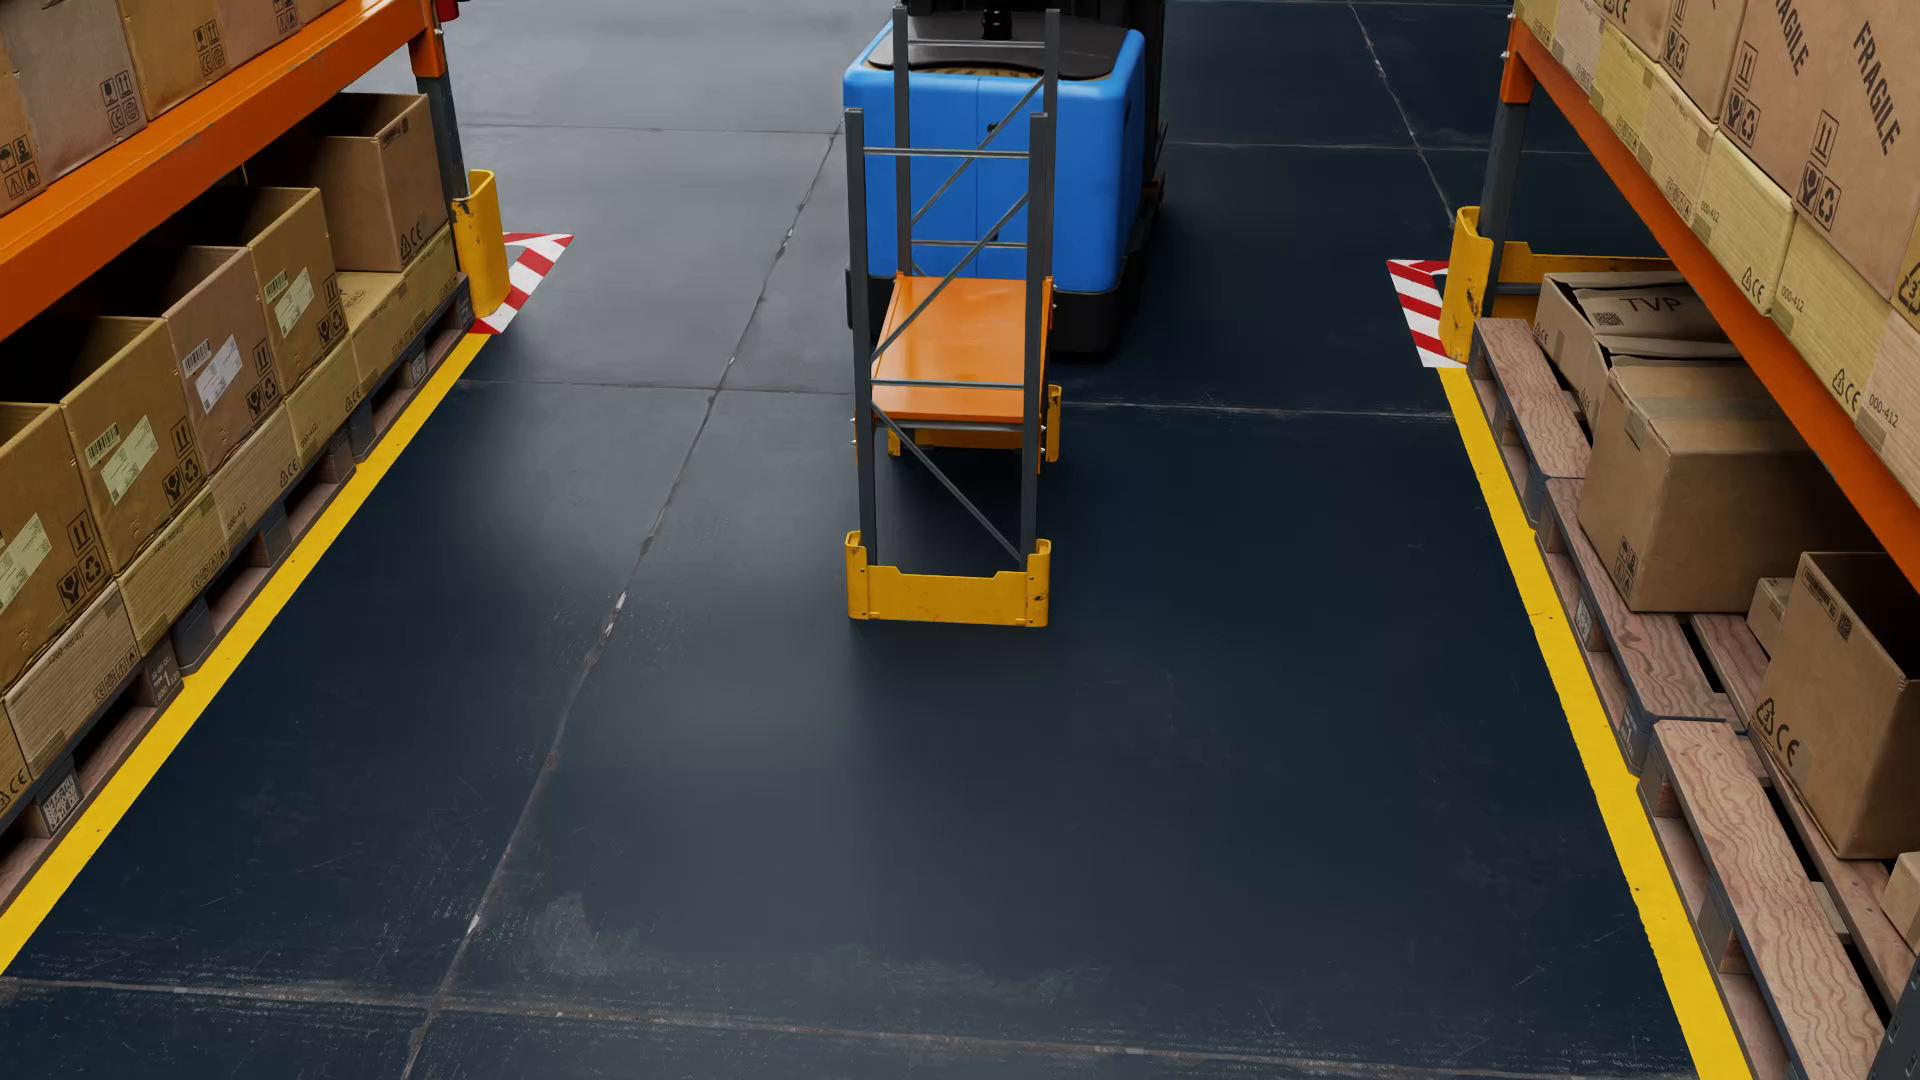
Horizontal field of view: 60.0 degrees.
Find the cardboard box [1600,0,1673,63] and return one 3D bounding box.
[{"bbox_3d":[2.036,-1.557,4.326,0.500,0.500,0.500,1,32,2],"label":"cardboard box"}]

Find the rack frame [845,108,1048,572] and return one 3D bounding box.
[{"bbox_3d":[-0.034,-0.417,4.498,0.500,1.500,0.032,2,32,4],"label":"rack frame"}]

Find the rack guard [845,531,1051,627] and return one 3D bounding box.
[{"bbox_3d":[-0.034,0.114,4.827,0.587,0.250,0.087,2,32,4],"label":"rack guard"}]

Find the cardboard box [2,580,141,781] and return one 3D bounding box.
[{"bbox_3d":[-2.404,0.325,4.083,0.500,0.250,0.500,2,32,4],"label":"cardboard box"}]

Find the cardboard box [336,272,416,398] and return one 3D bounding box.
[{"bbox_3d":[-2.242,-0.720,5.780,0.500,0.250,0.500,2,32,4],"label":"cardboard box"}]

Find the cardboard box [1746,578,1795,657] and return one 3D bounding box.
[{"bbox_3d":[2.298,0.225,4.324,0.380,0.149,0.250,0,32,0],"label":"cardboard box"}]

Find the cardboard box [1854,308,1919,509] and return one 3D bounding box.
[{"bbox_3d":[1.884,-0.171,2.793,0.500,0.250,0.500,3,32,4],"label":"cardboard box"}]

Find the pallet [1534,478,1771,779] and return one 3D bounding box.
[{"bbox_3d":[2.264,0.229,4.677,1.003,0.211,1.213,2,32,4],"label":"pallet"}]

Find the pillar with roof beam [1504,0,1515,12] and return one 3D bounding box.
[{"bbox_3d":[-0.524,-7.530,8.891,9.100,9.000,0.400,2,32,4],"label":"pillar with roof beam"}]

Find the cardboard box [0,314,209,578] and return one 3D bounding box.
[{"bbox_3d":[-2.359,-0.255,4.311,0.500,0.500,0.500,2,32,4],"label":"cardboard box"}]

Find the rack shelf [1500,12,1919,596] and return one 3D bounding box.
[{"bbox_3d":[2.310,-0.705,4.221,1.077,0.370,4.000,2,32,4],"label":"rack shelf"}]

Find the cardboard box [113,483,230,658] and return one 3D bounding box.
[{"bbox_3d":[-2.358,0.064,4.507,0.500,0.250,0.500,2,32,4],"label":"cardboard box"}]

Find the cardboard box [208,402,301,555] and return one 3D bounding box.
[{"bbox_3d":[-2.324,-0.197,4.932,0.500,0.250,0.500,2,32,4],"label":"cardboard box"}]

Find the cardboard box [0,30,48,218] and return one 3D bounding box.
[{"bbox_3d":[-2.679,-0.989,3.900,0.700,0.500,0.500,3,32,5],"label":"cardboard box"}]

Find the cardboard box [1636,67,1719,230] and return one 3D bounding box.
[{"bbox_3d":[1.998,-0.958,4.069,0.500,0.250,0.500,3,32,4],"label":"cardboard box"}]

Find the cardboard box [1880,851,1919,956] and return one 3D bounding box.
[{"bbox_3d":[2.161,0.772,3.420,0.380,0.166,0.250,-2,32,-2],"label":"cardboard box"}]

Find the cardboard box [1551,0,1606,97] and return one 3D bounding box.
[{"bbox_3d":[2.089,-1.488,4.930,0.500,0.250,0.500,2,32,2],"label":"cardboard box"}]

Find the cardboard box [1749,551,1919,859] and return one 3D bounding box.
[{"bbox_3d":[2.192,0.367,3.759,0.500,0.500,0.500,0,32,0],"label":"cardboard box"}]

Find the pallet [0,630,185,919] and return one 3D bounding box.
[{"bbox_3d":[-2.684,0.597,4.079,1.003,0.211,1.213,2,32,4],"label":"pallet"}]

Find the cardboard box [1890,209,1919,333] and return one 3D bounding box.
[{"bbox_3d":[1.878,-0.490,2.596,0.500,0.500,0.500,2,32,4],"label":"cardboard box"}]

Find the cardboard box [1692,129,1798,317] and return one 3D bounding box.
[{"bbox_3d":[1.958,-0.695,3.643,0.500,0.250,0.500,2,32,4],"label":"cardboard box"}]

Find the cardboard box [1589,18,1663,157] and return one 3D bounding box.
[{"bbox_3d":[2.042,-1.222,4.498,0.500,0.250,0.500,2,32,3],"label":"cardboard box"}]

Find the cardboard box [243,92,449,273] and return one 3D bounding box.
[{"bbox_3d":[-2.211,-1.301,6.009,0.500,0.500,0.500,2,32,4],"label":"cardboard box"}]

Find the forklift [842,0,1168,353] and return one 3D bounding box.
[{"bbox_3d":[0.346,-2.712,6.858,1.130,2.935,3.031,6,32,9],"label":"forklift"}]

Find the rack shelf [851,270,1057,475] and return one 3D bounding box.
[{"bbox_3d":[0.007,-0.530,5.023,0.538,0.185,1.000,2,32,4],"label":"rack shelf"}]

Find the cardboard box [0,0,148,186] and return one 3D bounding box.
[{"bbox_3d":[-2.638,-1.257,4.335,0.700,0.500,0.500,3,32,5],"label":"cardboard box"}]

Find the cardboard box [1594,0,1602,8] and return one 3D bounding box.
[{"bbox_3d":[2.085,-1.827,4.764,0.500,0.500,0.500,3,32,4],"label":"cardboard box"}]

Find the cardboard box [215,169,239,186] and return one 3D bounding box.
[{"bbox_3d":[-2.769,-1.062,5.620,0.500,0.500,0.500,2,32,4],"label":"cardboard box"}]

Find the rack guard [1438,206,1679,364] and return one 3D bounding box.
[{"bbox_3d":[2.467,-0.954,6.321,1.175,0.500,0.348,2,32,4],"label":"rack guard"}]

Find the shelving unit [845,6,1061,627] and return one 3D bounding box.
[{"bbox_3d":[0.006,-0.678,4.921,0.587,1.500,1.083,2,32,4],"label":"shelving unit"}]

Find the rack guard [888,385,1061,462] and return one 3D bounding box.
[{"bbox_3d":[0.047,-0.407,5.672,0.587,0.250,0.087,2,32,4],"label":"rack guard"}]

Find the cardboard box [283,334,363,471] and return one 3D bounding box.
[{"bbox_3d":[-2.281,-0.459,5.356,0.500,0.250,0.500,2,32,4],"label":"cardboard box"}]

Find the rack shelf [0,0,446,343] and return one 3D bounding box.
[{"bbox_3d":[-2.627,-0.915,4.562,1.077,0.370,4.000,2,32,4],"label":"rack shelf"}]

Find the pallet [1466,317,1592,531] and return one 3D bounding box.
[{"bbox_3d":[2.366,-0.407,5.710,1.003,0.211,1.213,2,32,4],"label":"pallet"}]

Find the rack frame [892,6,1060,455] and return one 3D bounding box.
[{"bbox_3d":[0.048,-0.949,5.360,0.500,1.500,0.032,2,32,4],"label":"rack frame"}]

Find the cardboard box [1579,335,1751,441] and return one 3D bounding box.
[{"bbox_3d":[2.281,-0.444,5.255,0.500,0.311,0.500,5,32,8],"label":"cardboard box"}]

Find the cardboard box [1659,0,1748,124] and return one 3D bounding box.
[{"bbox_3d":[2.006,-1.286,3.887,0.500,0.500,0.500,3,32,6],"label":"cardboard box"}]

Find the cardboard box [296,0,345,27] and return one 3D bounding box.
[{"bbox_3d":[-2.515,-2.066,5.648,0.700,0.500,0.500,2,32,4],"label":"cardboard box"}]

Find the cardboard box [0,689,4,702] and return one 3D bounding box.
[{"bbox_3d":[-2.440,0.268,3.462,0.500,0.500,0.500,2,32,4],"label":"cardboard box"}]

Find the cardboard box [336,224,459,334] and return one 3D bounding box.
[{"bbox_3d":[-2.214,-0.982,6.205,0.500,0.250,0.500,2,32,4],"label":"cardboard box"}]

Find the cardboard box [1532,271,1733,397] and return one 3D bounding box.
[{"bbox_3d":[2.327,-0.742,5.739,0.500,0.311,0.500,-1,32,-2],"label":"cardboard box"}]

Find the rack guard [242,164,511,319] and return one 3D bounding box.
[{"bbox_3d":[-2.462,-1.216,6.746,1.175,0.500,0.348,2,32,4],"label":"rack guard"}]

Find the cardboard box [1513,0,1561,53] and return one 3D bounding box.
[{"bbox_3d":[2.117,-1.761,5.372,0.500,0.250,0.500,2,32,3],"label":"cardboard box"}]

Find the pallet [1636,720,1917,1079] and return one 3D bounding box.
[{"bbox_3d":[2.167,0.869,3.639,1.003,0.211,1.213,2,32,4],"label":"pallet"}]

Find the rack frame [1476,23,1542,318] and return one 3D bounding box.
[{"bbox_3d":[2.473,-2.058,5.730,1.000,3.000,0.127,2,32,4],"label":"rack frame"}]

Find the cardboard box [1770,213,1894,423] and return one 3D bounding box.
[{"bbox_3d":[1.933,-0.431,3.215,0.500,0.250,0.500,3,32,4],"label":"cardboard box"}]

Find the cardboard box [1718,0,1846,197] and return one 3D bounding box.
[{"bbox_3d":[1.964,-1.014,3.446,0.500,0.500,0.500,2,32,3],"label":"cardboard box"}]

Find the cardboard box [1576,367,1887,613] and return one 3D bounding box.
[{"bbox_3d":[2.171,-0.143,4.586,0.700,0.500,0.500,1,32,1],"label":"cardboard box"}]

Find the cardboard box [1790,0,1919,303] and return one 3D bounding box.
[{"bbox_3d":[1.913,-0.751,3.019,0.500,0.500,0.500,2,32,4],"label":"cardboard box"}]

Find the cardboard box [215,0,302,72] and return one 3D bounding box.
[{"bbox_3d":[-2.553,-1.791,5.202,0.700,0.500,0.500,3,32,5],"label":"cardboard box"}]

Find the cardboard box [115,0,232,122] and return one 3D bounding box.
[{"bbox_3d":[-2.599,-1.532,4.781,0.700,0.500,0.500,3,32,4],"label":"cardboard box"}]

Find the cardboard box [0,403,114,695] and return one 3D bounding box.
[{"bbox_3d":[-2.407,0.006,3.887,0.500,0.500,0.500,2,32,4],"label":"cardboard box"}]

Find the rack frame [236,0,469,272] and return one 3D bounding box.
[{"bbox_3d":[-2.464,-2.267,6.070,1.000,3.000,0.127,2,32,4],"label":"rack frame"}]

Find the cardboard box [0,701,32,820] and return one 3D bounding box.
[{"bbox_3d":[-2.450,0.587,3.659,0.500,0.250,0.500,2,32,4],"label":"cardboard box"}]

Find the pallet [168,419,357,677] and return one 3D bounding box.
[{"bbox_3d":[-2.587,-0.042,5.117,1.003,0.211,1.213,2,32,4],"label":"pallet"}]

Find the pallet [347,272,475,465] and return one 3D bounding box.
[{"bbox_3d":[-2.485,-0.678,6.150,1.003,0.211,1.213,2,32,4],"label":"pallet"}]

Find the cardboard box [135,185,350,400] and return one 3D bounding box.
[{"bbox_3d":[-2.278,-0.778,5.159,0.500,0.500,0.500,2,32,4],"label":"cardboard box"}]

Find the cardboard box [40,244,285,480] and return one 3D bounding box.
[{"bbox_3d":[-2.320,-0.517,4.735,0.500,0.500,0.500,2,32,4],"label":"cardboard box"}]

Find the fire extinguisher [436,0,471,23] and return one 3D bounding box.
[{"bbox_3d":[-1.992,-2.276,6.158,0.296,0.674,0.183,2,32,4],"label":"fire extinguisher"}]
